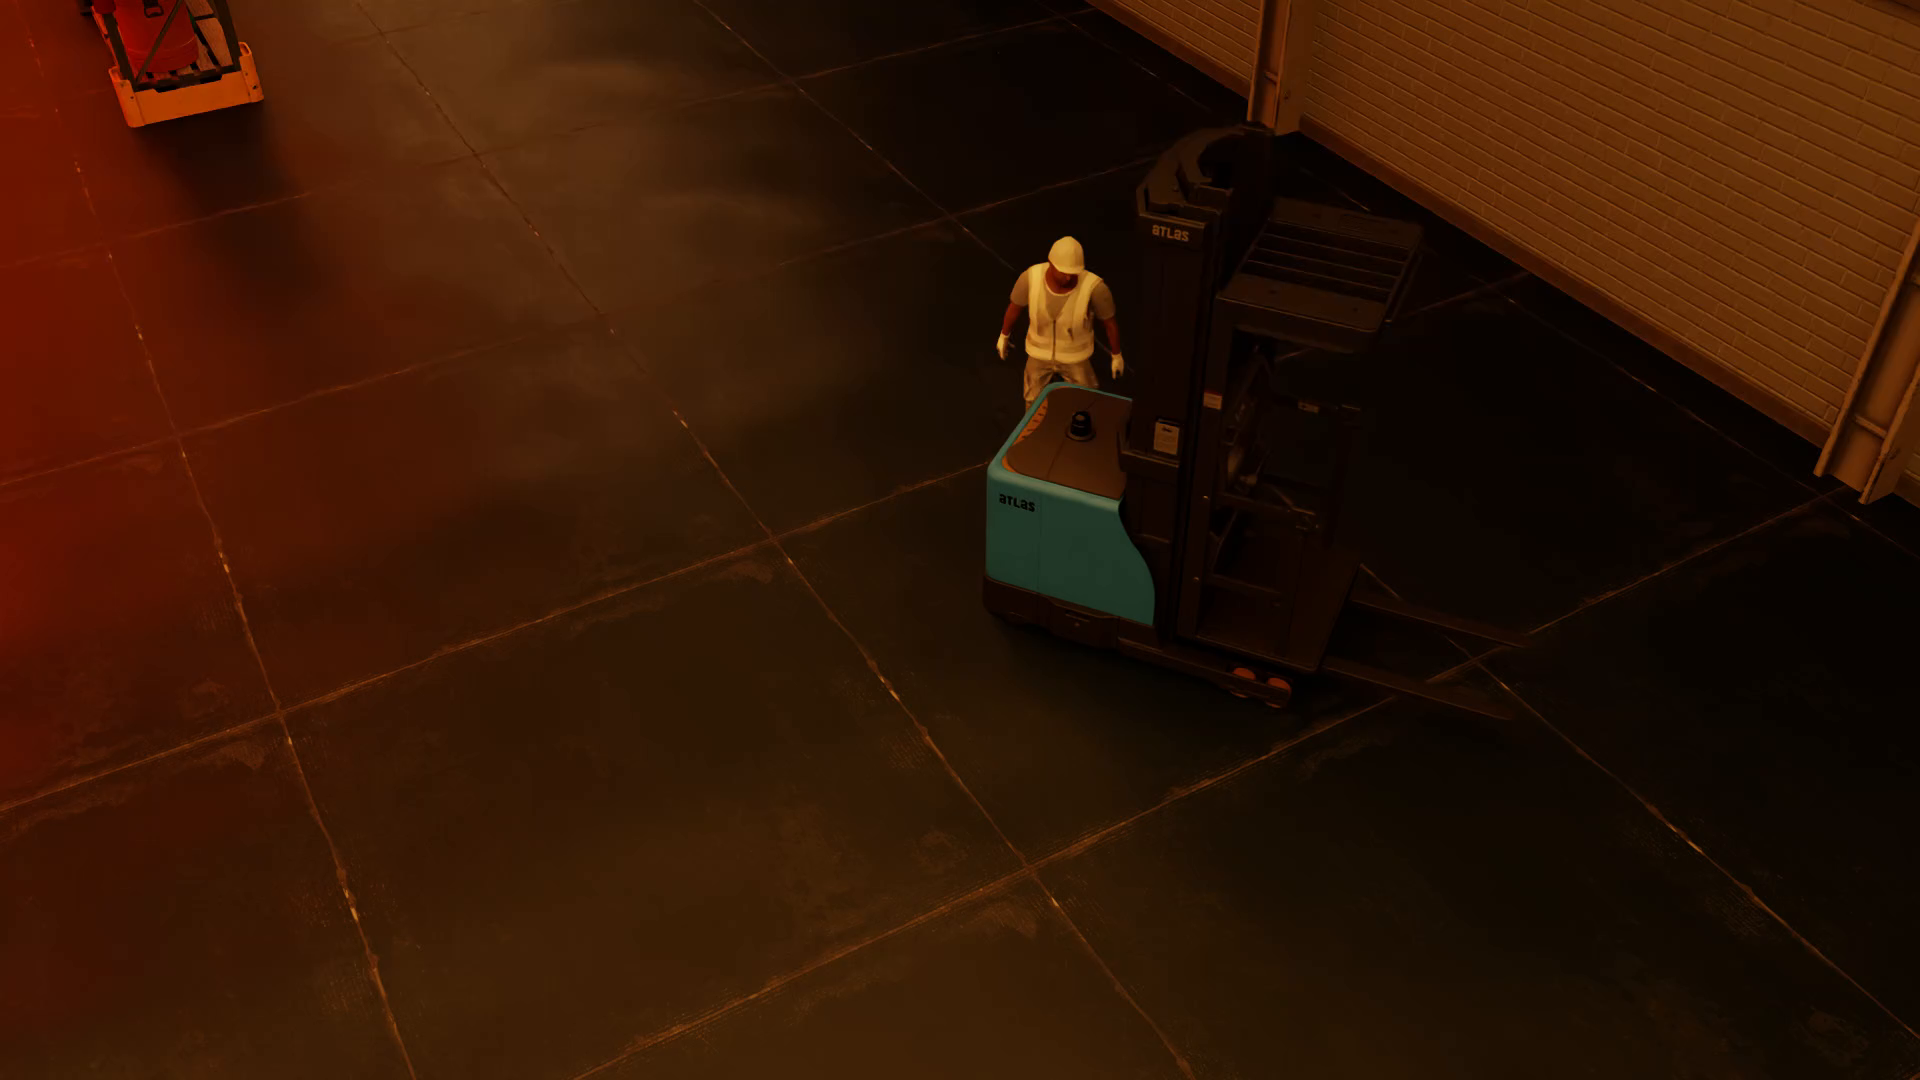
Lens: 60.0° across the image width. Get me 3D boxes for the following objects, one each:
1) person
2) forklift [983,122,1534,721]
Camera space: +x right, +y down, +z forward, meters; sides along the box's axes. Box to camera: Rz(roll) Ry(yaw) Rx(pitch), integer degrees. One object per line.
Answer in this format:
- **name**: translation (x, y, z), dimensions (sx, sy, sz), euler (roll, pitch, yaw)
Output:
- **person**: translation (0.632, -1.130, 10.333), dimensions (0.882, 1.746, 0.440), euler (9, 41, 11)
- **forklift**: translation (1.695, -0.589, 8.746), dimensions (3.031, 2.935, 1.130), euler (16, 42, 18)
